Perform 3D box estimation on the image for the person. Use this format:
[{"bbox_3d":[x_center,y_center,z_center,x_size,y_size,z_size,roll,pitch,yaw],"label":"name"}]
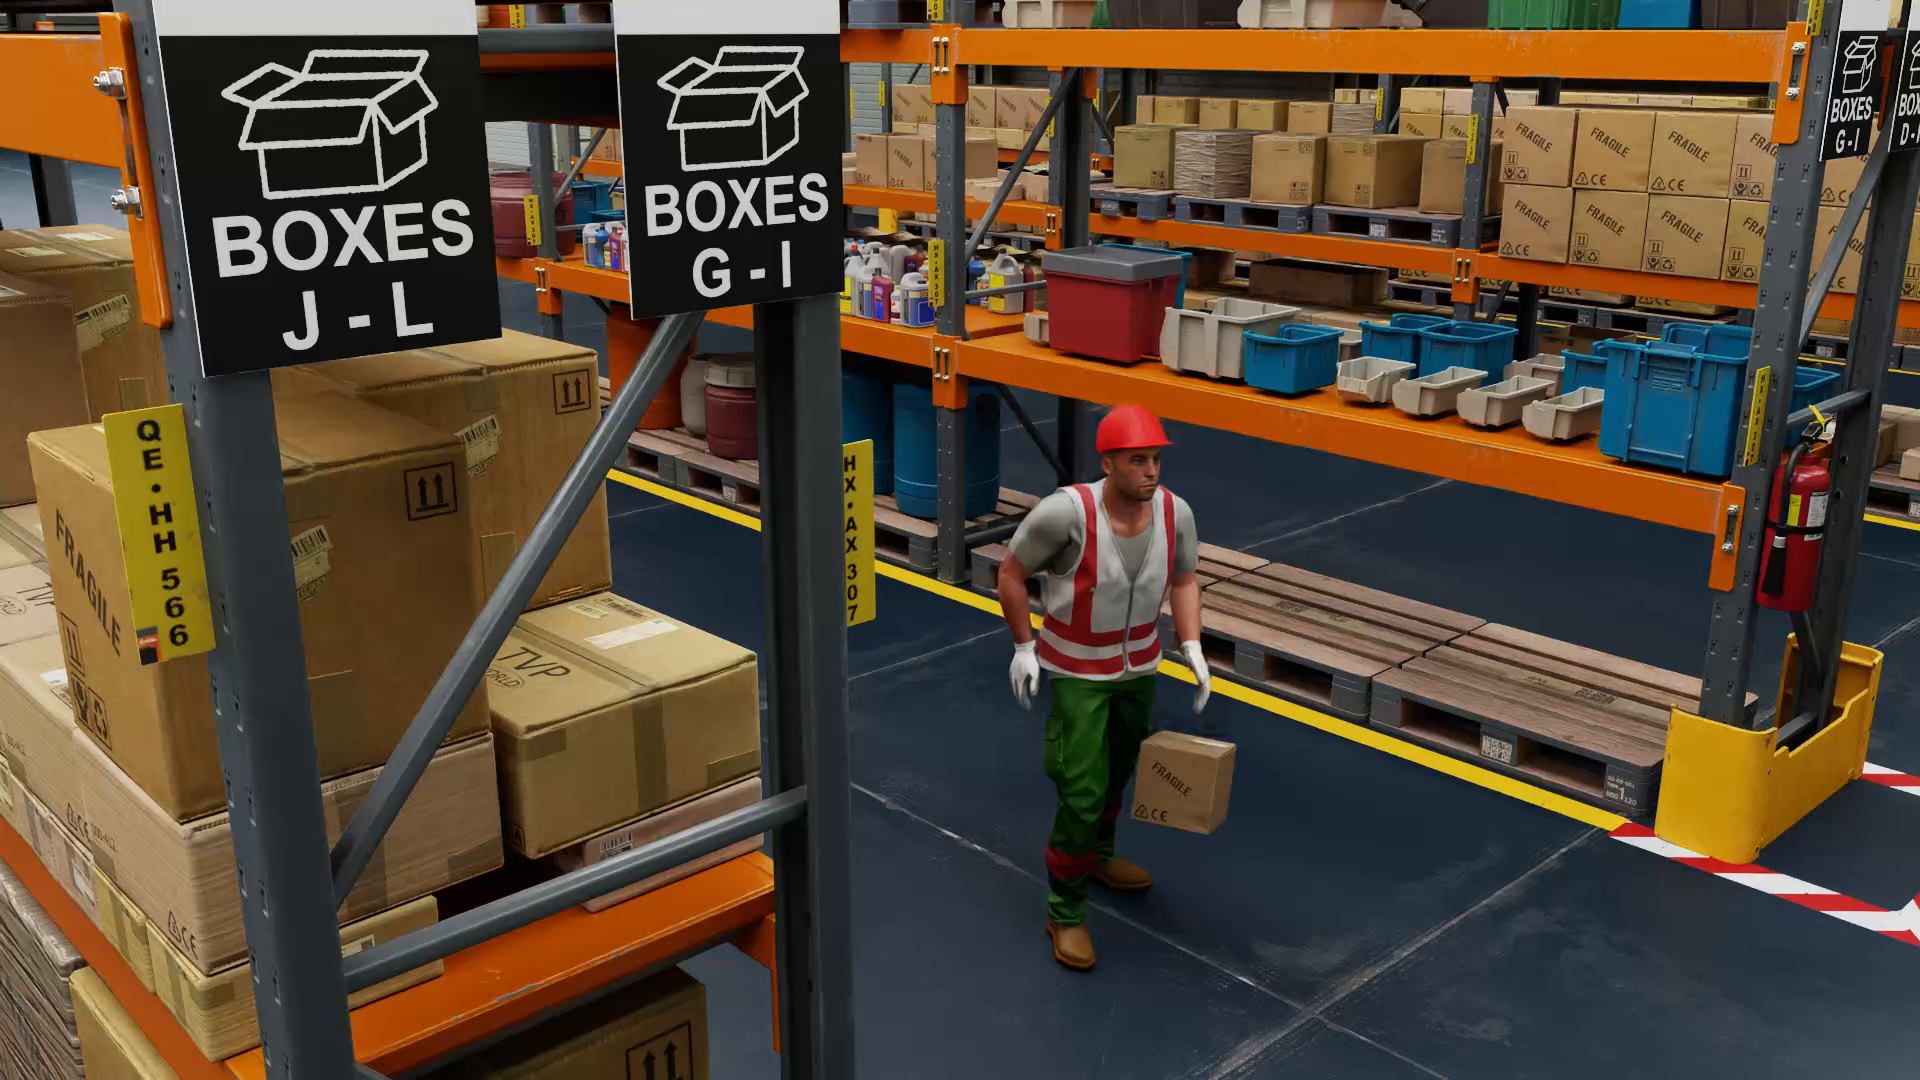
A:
[{"bbox_3d":[0.451,0.411,5.223,0.620,1.748,0.663,-10,20,-29],"label":"person"}]
